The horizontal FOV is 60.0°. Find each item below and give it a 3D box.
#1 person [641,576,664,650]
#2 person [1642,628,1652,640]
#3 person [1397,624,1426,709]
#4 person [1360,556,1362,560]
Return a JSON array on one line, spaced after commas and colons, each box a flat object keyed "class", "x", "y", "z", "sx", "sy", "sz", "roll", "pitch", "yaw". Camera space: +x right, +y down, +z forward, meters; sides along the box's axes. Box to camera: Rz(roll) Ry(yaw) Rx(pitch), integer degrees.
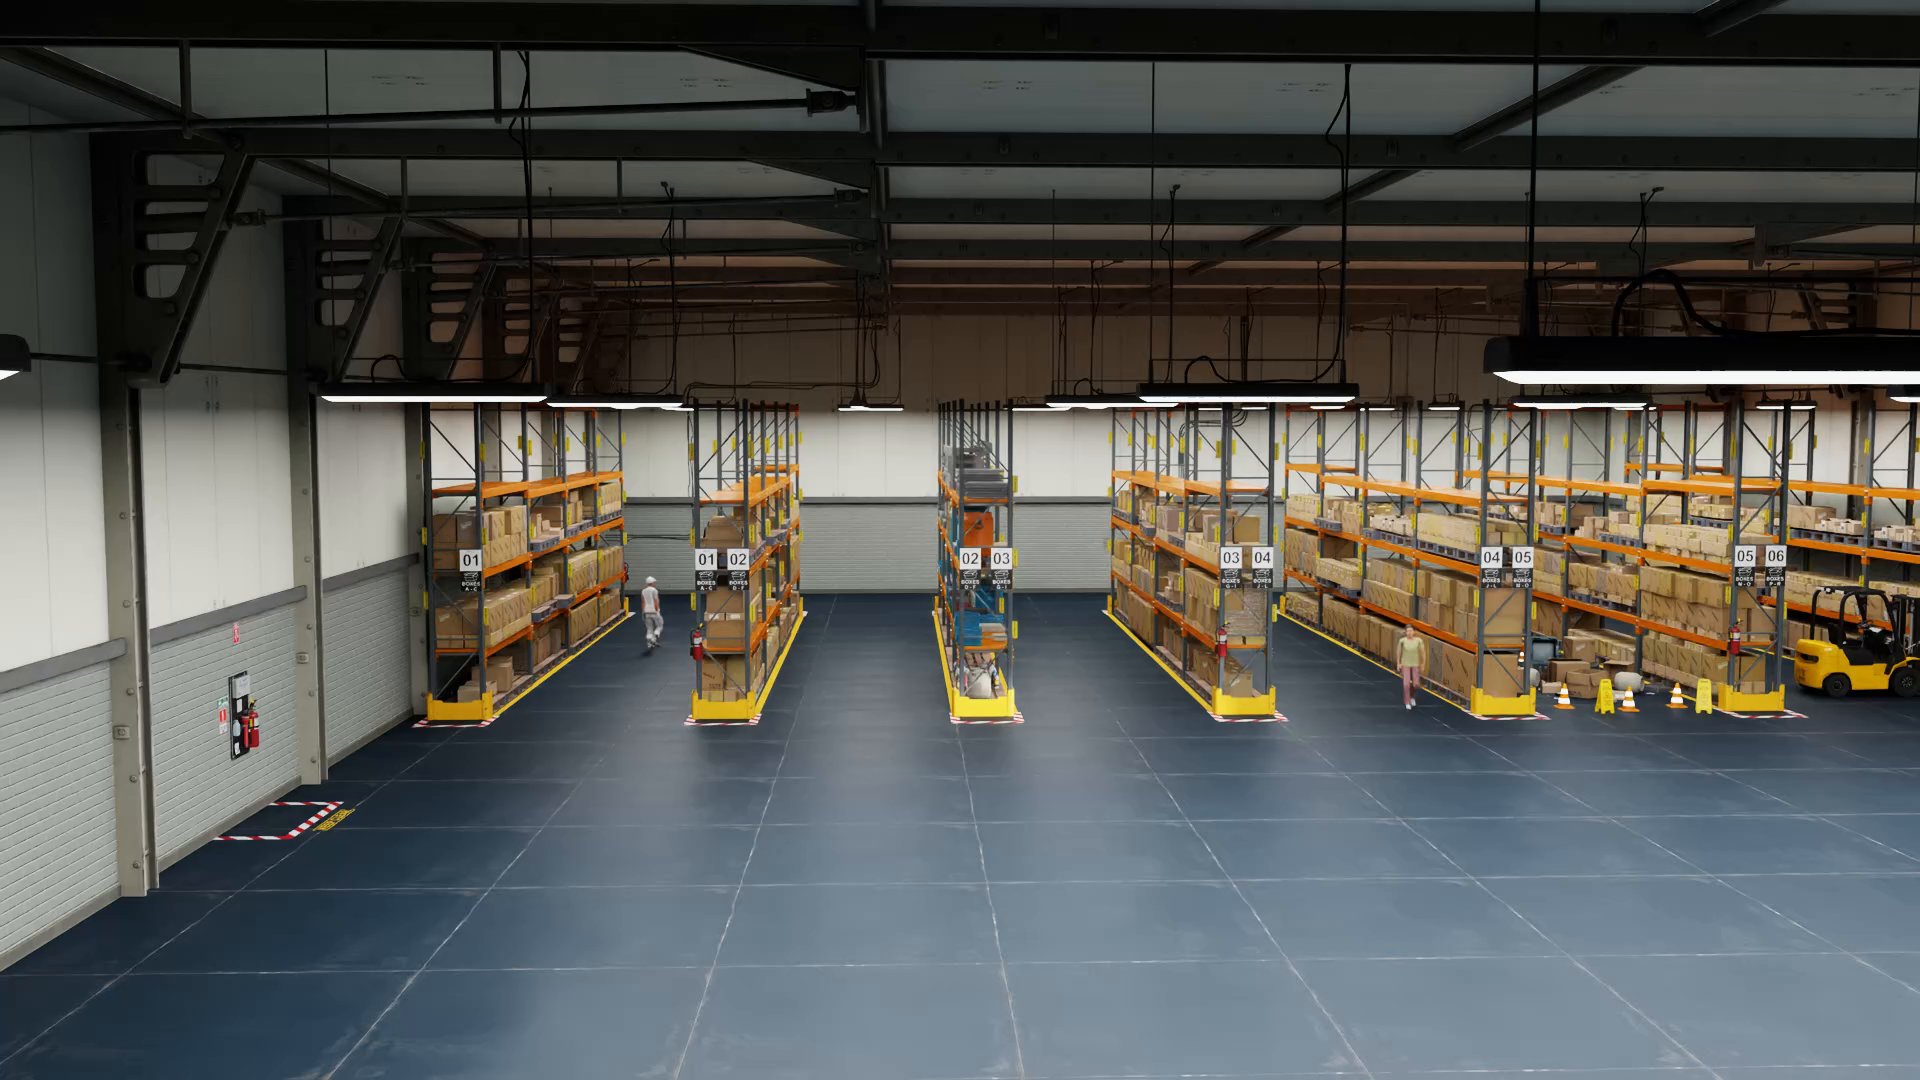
[{"class": "person", "x": -7.473, "y": 1.770, "z": 40.185, "sx": 0.575, "sy": 1.764, "sz": 0.524, "roll": 1, "pitch": 4, "yaw": 14}, {"class": "person", "x": 17.604, "y": 1.684, "z": 41.980, "sx": 0.528, "sy": 1.745, "sz": 0.547, "roll": -2, "pitch": 5, "yaw": -22}, {"class": "person", "x": 8.773, "y": 2.450, "z": 32.342, "sx": 0.545, "sy": 1.655, "sz": 0.503, "roll": 1, "pitch": 4, "yaw": 12}, {"class": "person", "x": 11.480, "y": 1.287, "z": 47.218, "sx": 0.608, "sy": 1.721, "sz": 0.454, "roll": -2, "pitch": 5, "yaw": -25}]
